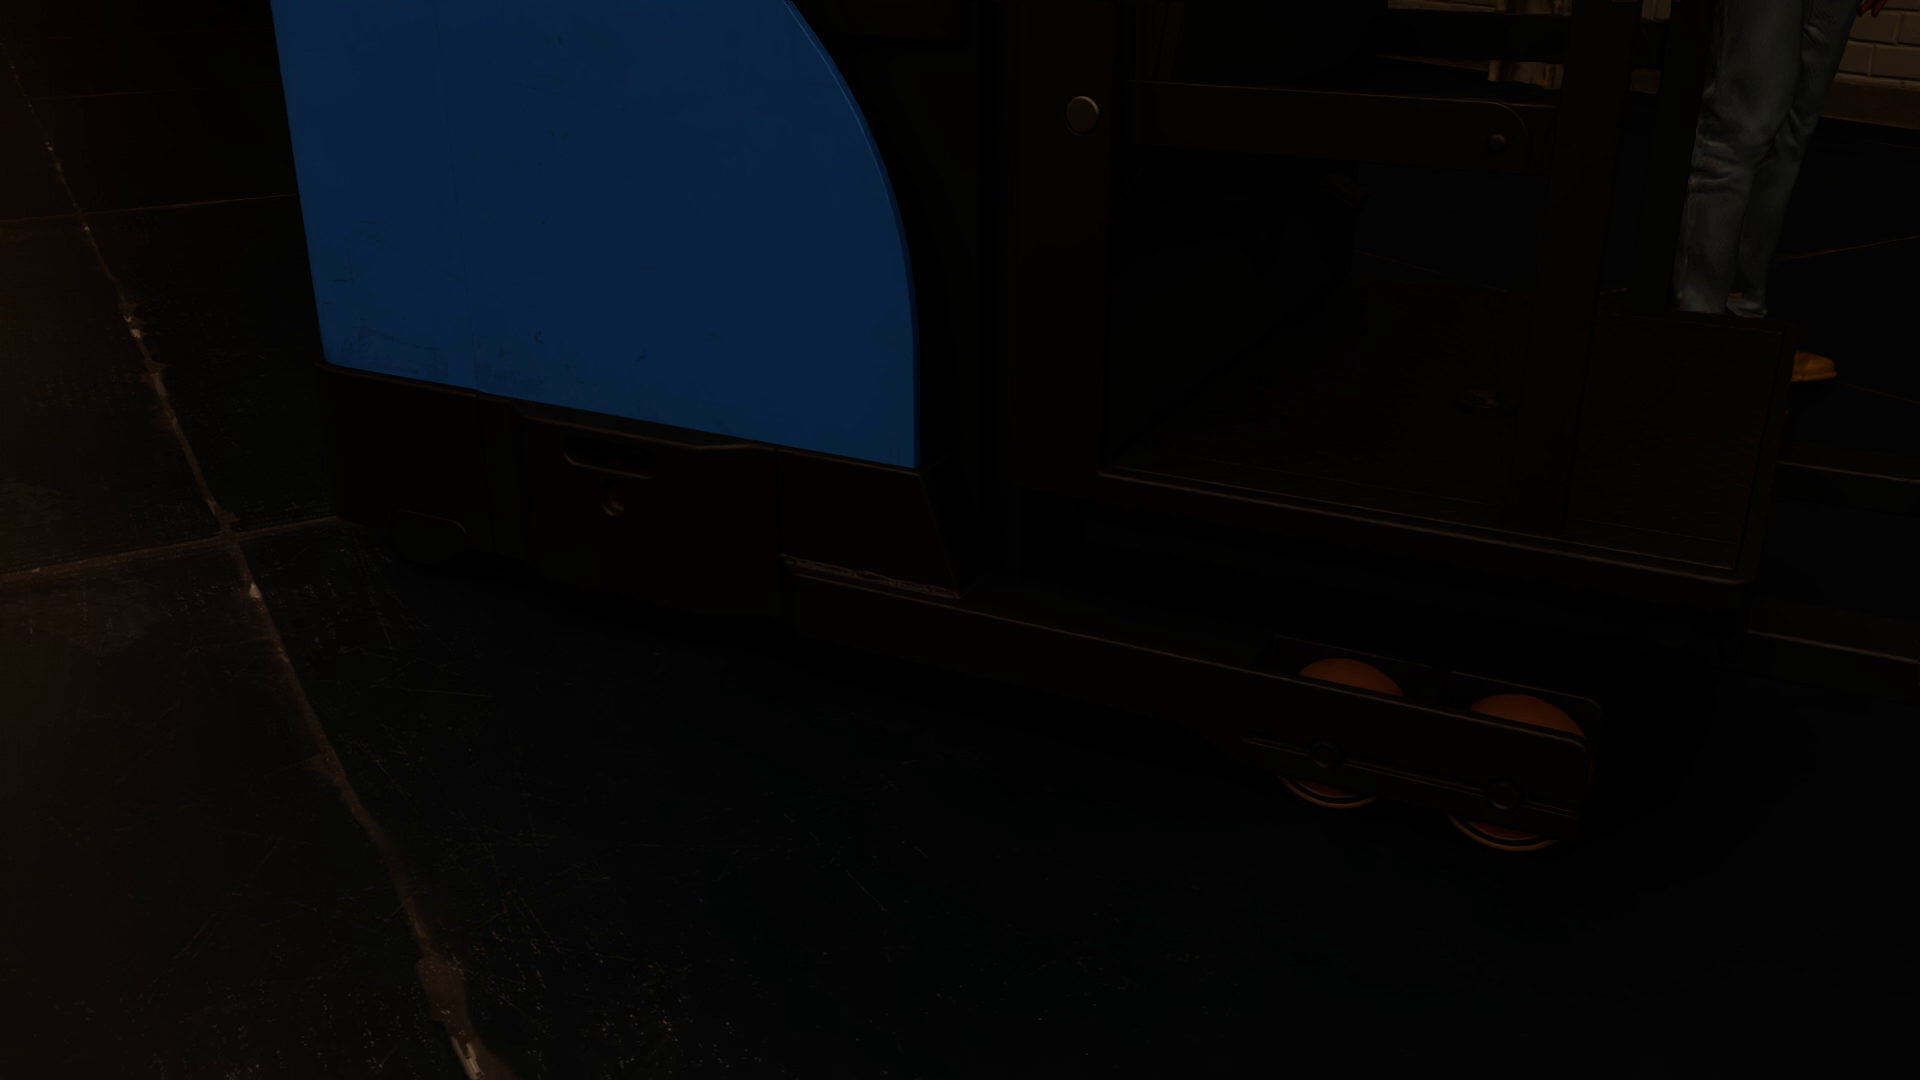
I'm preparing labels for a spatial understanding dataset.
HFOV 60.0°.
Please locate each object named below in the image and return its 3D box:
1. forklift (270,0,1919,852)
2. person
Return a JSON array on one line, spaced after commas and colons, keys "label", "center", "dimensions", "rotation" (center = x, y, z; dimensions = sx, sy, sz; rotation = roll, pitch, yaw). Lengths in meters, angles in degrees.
[{"label": "forklift", "center": [0.581, -1.248, 1.815], "dimensions": [3.031, 2.935, 1.130], "rotation": [11, 25, 25]}, {"label": "person", "center": [1.605, -1.158, 3.119], "dimensions": [0.670, 1.770, 0.561], "rotation": [-13, 26, -29]}]
